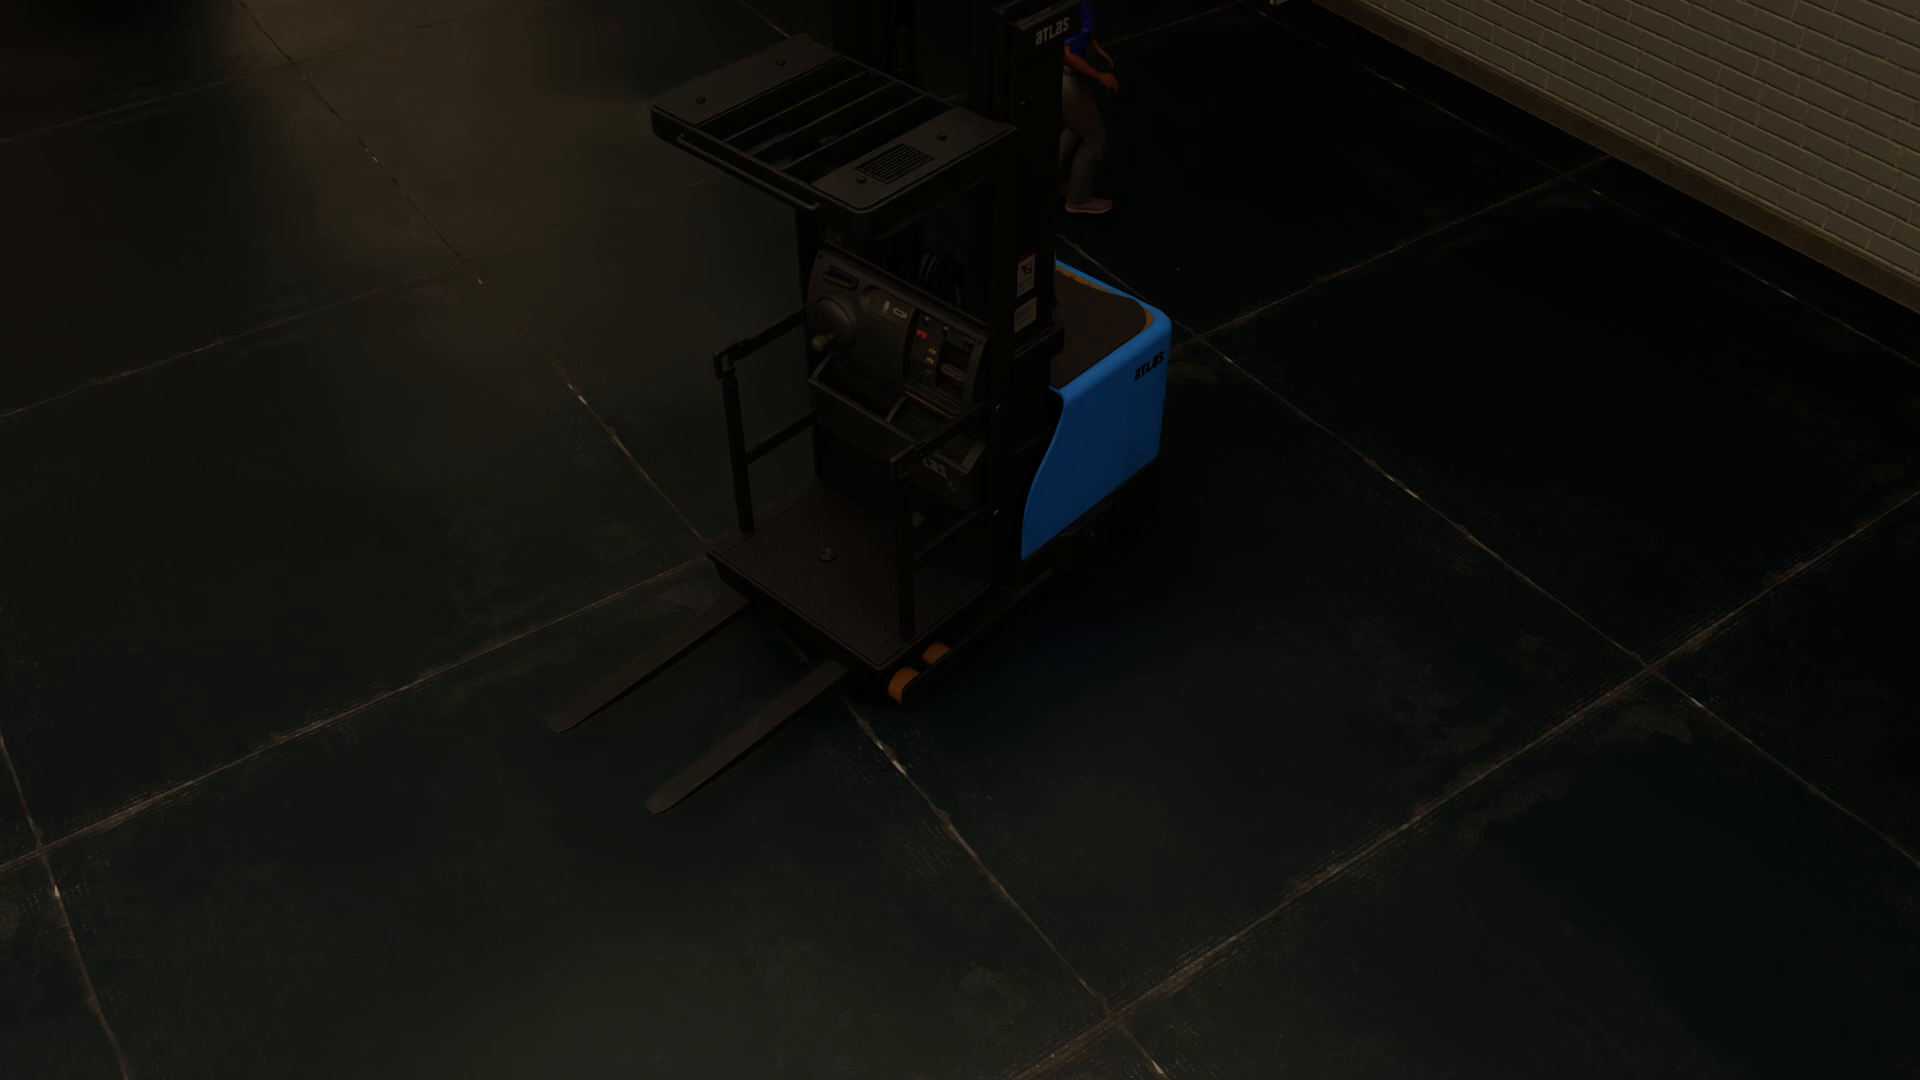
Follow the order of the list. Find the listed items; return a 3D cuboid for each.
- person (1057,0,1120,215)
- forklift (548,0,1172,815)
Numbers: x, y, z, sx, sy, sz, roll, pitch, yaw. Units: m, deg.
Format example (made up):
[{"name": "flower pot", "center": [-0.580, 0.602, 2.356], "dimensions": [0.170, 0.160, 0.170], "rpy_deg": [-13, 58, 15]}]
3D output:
[{"name": "person", "center": [0.683, -2.651, 9.592], "dimensions": [0.471, 1.609, 0.678], "rpy_deg": [-1, 43, -1]}, {"name": "forklift", "center": [-0.405, -0.765, 6.546], "dimensions": [1.130, 2.935, 3.031], "rpy_deg": [32, 51, 30]}]
